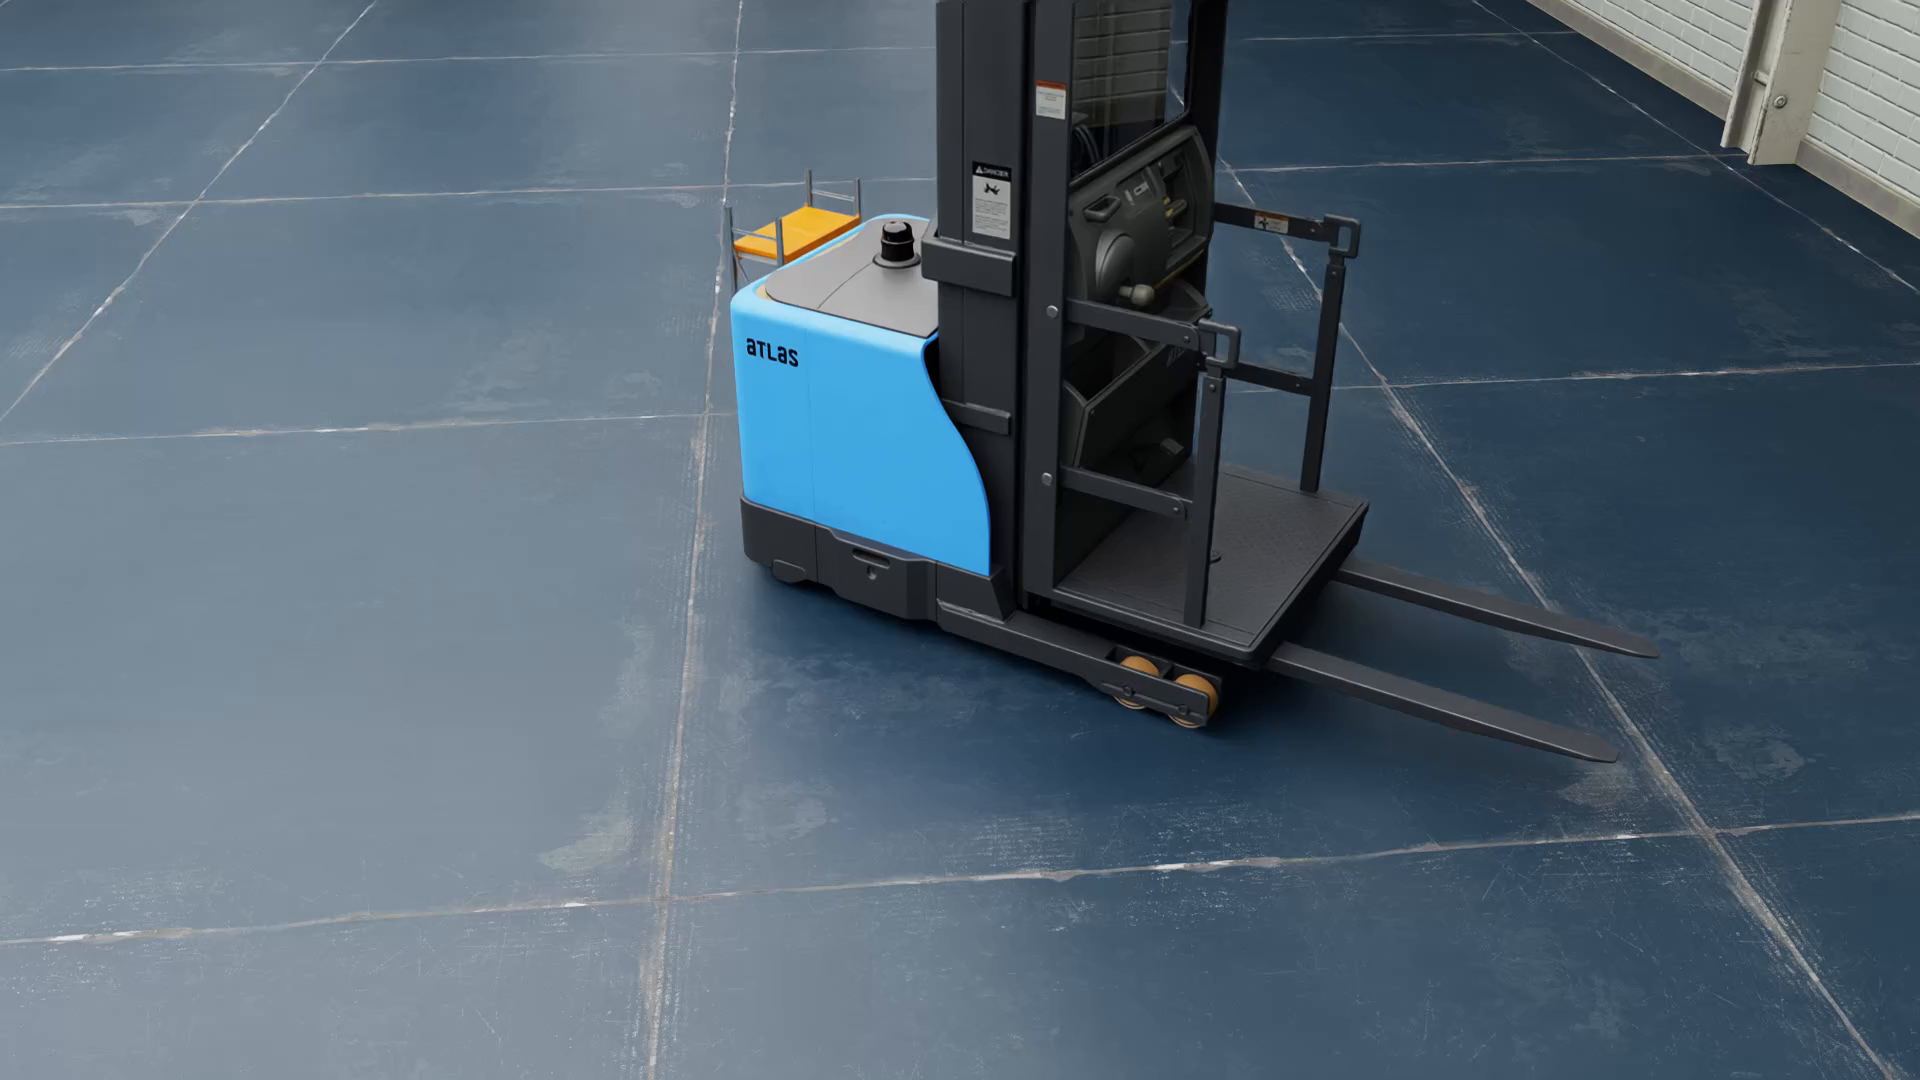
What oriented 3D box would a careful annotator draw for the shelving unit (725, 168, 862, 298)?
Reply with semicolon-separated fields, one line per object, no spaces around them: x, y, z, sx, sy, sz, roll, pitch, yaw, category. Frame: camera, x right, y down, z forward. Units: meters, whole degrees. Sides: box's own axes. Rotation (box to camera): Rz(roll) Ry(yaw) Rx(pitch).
-0.600;-0.742;6.322;0.258;1.200;0.503;17;35;26;shelving unit

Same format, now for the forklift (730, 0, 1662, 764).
0.744;-0.977;5.027;3.031;2.935;1.130;17;35;26;forklift

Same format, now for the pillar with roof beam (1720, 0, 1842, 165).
0.630;-6.032;7.574;9.100;9.000;0.400;-3;31;-5;pillar with roof beam

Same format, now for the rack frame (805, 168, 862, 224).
-0.475;-0.849;6.502;0.240;1.200;0.015;17;35;26;rack frame

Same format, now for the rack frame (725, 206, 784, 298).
-0.726;-0.635;6.142;0.240;1.200;0.015;17;35;26;rack frame

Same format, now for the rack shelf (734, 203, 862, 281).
-0.601;-1.079;6.120;0.258;0.148;0.480;17;35;26;rack shelf
